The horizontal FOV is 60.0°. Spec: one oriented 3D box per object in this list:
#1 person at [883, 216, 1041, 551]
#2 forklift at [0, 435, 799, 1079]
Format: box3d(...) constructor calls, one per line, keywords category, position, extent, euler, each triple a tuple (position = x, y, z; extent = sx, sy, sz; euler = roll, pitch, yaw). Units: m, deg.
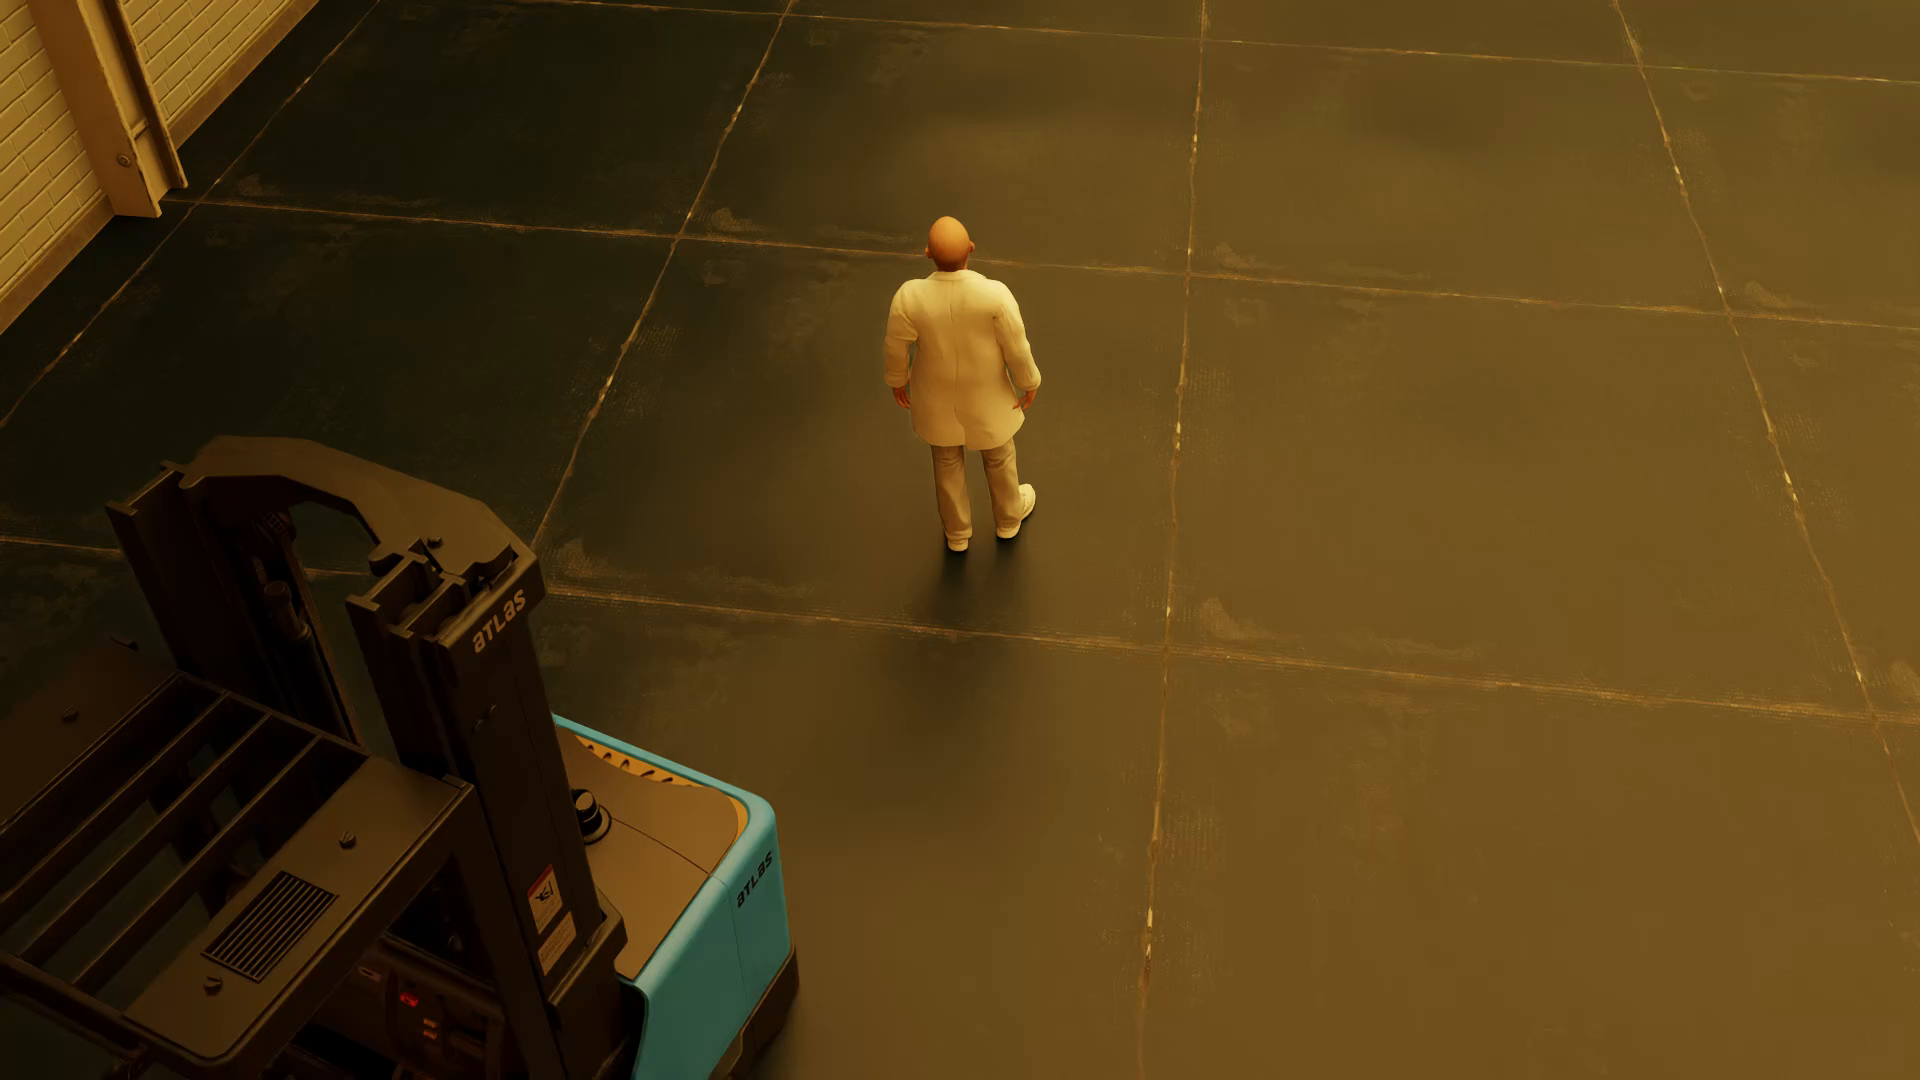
box3d(category="person", position=(0.017, -0.720, 7.350), extent=(0.696, 1.775, 0.581), euler=(5, 43, 6))
box3d(category="forklift", position=(-1.680, 1.317, 4.290), extent=(1.130, 2.935, 3.031), euler=(18, 46, 19))
